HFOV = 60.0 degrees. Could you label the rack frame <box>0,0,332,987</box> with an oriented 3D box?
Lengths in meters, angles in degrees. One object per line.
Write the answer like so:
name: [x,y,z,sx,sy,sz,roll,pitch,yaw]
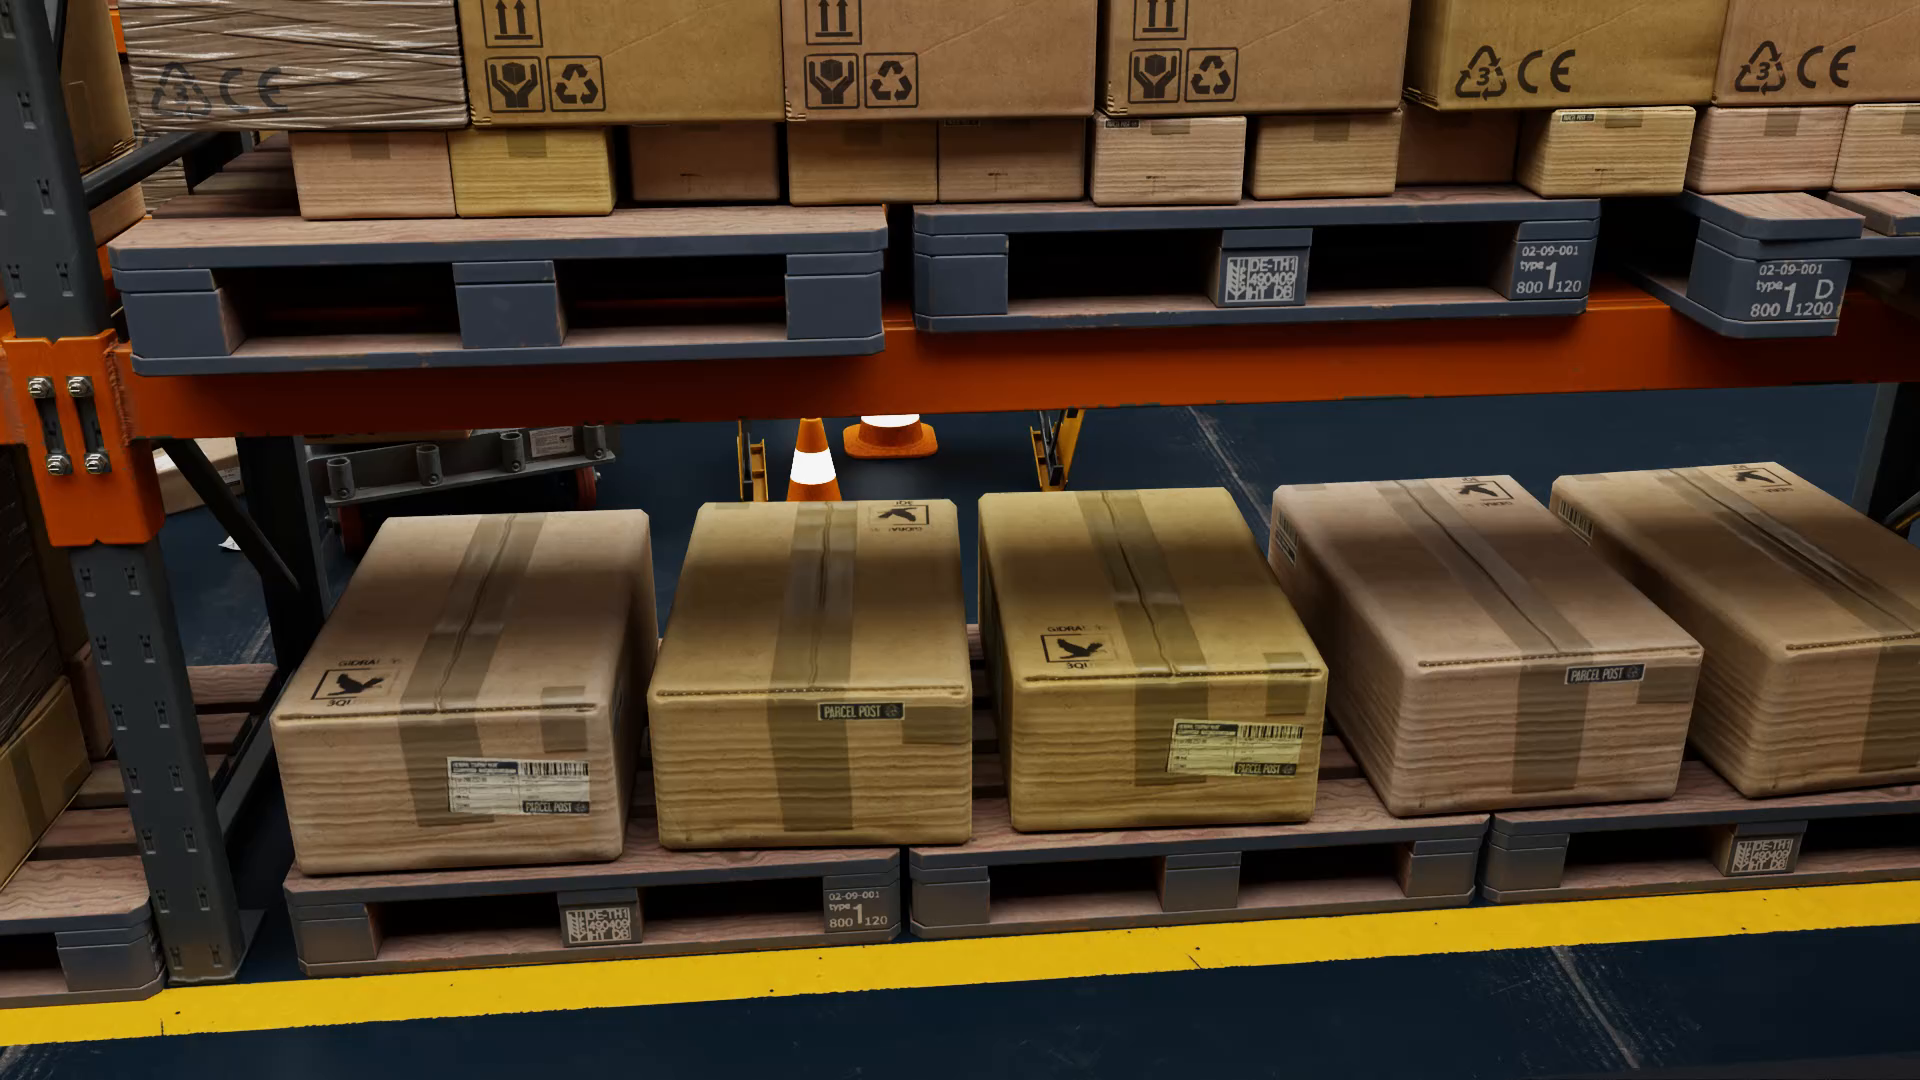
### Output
rack frame: [-1.542,-0.695,3.122,0.127,3.000,1.000,-2,24,-5]

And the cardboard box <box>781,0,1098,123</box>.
cardboard box: [-0.055,-1.006,2.814,0.500,0.500,0.500,-2,24,-5]

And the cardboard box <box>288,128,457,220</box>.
cardboard box: [-0.961,-0.667,2.850,0.250,0.149,0.380,-2,24,-4]

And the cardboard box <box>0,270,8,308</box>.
cardboard box: [-1.832,-0.445,2.867,0.250,0.149,0.380,-3,24,-6]

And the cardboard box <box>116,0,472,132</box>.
cardboard box: [-1.047,-0.972,2.737,0.500,0.500,0.500,-2,24,-4]

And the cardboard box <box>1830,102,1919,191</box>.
cardboard box: [1.630,-0.756,3.050,0.250,0.149,0.380,-2,24,-6]

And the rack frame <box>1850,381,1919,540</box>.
rack frame: [2.439,-0.855,3.481,0.127,3.000,1.000,-2,24,-5]

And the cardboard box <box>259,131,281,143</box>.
cardboard box: [-2.762,-1.916,7.967,0.875,0.875,0.875,-2,24,-4]

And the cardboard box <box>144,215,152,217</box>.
cardboard box: [-3.573,-1.074,7.048,0.500,0.500,0.500,2,24,4]

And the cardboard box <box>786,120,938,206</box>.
cardboard box: [-0.177,-0.709,2.944,0.250,0.149,0.380,-2,24,-4]

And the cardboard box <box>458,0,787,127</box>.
cardboard box: [-0.549,-0.992,2.782,0.500,0.500,0.500,-2,24,-5]

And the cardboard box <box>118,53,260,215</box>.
cardboard box: [-3.658,-1.879,7.883,0.875,0.875,0.875,-2,24,-5]

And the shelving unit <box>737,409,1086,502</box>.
shelving unit: [-0.245,-0.924,5.669,1.083,0.587,1.500,-3,59,-8]

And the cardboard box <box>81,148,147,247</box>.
cardboard box: [-1.887,-0.698,3.436,0.250,0.149,0.380,-2,24,-5]

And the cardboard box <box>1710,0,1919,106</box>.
cardboard box: [1.500,-1.073,2.965,0.500,0.500,0.500,-3,24,-6]

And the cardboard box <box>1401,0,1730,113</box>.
cardboard box: [0.998,-1.052,2.918,0.500,0.500,0.500,-4,24,-9]

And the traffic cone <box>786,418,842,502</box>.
traffic cone: [-0.445,-0.152,5.021,0.334,0.463,0.336,-2,24,-5]

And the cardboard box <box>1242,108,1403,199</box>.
cardboard box: [0.602,-0.730,2.992,0.250,0.149,0.380,-3,24,-7]

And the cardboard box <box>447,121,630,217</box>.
cardboard box: [-0.711,-0.673,2.864,0.250,0.149,0.380,-2,24,-4]

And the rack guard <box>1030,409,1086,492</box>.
rack guard: [0.322,-0.418,5.422,0.087,0.587,0.250,-3,59,-8]

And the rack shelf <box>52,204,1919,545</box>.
rack shelf: [0.449,-0.447,3.447,4.000,0.370,1.077,-2,24,-5]

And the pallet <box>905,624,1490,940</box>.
pallet: [0.450,0.497,3.872,1.213,0.211,1.003,-2,24,-5]

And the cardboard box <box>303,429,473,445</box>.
cardboard box: [-1.747,-0.618,5.091,0.500,0.500,0.500,-2,24,-5]

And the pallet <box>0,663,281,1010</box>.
pallet: [-2.207,0.620,3.595,1.213,0.211,1.003,-2,24,-5]

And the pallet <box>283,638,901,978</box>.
pallet: [-0.767,0.547,3.759,1.213,0.211,1.003,-2,24,-5]

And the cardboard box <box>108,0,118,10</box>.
cardboard box: [-3.589,-2.736,7.528,0.550,0.550,0.875,-2,24,-5]

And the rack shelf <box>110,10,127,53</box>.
rack shelf: [-4.119,-2.284,7.580,4.000,0.370,1.077,-2,24,-5]

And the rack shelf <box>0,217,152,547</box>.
rack shelf: [-3.532,-0.287,3.088,4.000,0.370,1.077,-2,24,-5]

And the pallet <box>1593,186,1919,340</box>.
pallet: [1.740,-0.696,3.359,1.003,0.211,1.213,-2,24,-5]

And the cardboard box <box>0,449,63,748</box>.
cardboard box: [-2.104,0.159,3.145,0.500,0.500,0.500,-3,24,-6]

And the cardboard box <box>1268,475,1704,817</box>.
cardboard box: [1.142,0.205,3.814,0.625,0.372,0.950,-3,24,-6]

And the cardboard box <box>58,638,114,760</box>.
cardboard box: [-2.155,0.284,3.787,0.500,0.250,0.500,-3,24,-8]

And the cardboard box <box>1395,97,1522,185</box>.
cardboard box: [0.844,-0.773,3.089,0.250,0.149,0.380,-2,24,-5]

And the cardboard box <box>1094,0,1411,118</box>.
cardboard box: [0.455,-1.031,2.870,0.500,0.500,0.500,-3,24,-7]

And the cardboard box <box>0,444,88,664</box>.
cardboard box: [-2.155,-0.059,3.635,0.500,0.500,0.500,-1,24,-3]

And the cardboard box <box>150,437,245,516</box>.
cardboard box: [-2.563,-0.281,5.555,0.258,0.266,0.396,22,32,40]

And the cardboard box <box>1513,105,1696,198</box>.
cardboard box: [1.106,-0.732,2.997,0.250,0.149,0.380,-2,24,-4]

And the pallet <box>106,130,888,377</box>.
pallet: [-0.767,-0.580,3.097,1.213,0.211,1.003,-2,24,-5]

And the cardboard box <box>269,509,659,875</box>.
cardboard box: [-1.020,0.291,3.619,0.625,0.372,0.950,-2,24,-4]

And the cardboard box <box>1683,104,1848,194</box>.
cardboard box: [1.379,-0.749,3.035,0.250,0.149,0.380,-3,24,-8]

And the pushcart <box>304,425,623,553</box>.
pushcart: [-1.816,-0.417,5.723,0.936,0.377,1.648,-11,26,-23]

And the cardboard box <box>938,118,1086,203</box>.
cardboard box: [0.070,-0.718,2.965,0.250,0.149,0.380,-2,24,-5]

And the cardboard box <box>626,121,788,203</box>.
cardboard box: [-0.437,-0.716,2.959,0.250,0.149,0.380,-1,24,-2]

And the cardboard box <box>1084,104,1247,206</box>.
cardboard box: [0.339,-0.708,2.941,0.250,0.149,0.380,-1,24,-3]

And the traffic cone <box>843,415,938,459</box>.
traffic cone: [-0.255,-0.567,5.957,0.334,0.463,0.336,-2,24,-5]

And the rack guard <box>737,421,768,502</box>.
rack guard: [-0.662,-0.364,5.280,0.087,0.587,0.250,-3,59,-8]

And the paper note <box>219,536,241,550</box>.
paper note: [-2.237,-0.007,5.228,0.142,0.019,0.148,-2,24,-5]

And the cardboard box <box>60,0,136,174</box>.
cardboard box: [-2.007,-0.972,3.255,0.500,0.500,0.500,-2,24,-5]

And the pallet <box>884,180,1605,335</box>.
pallet: [0.473,-0.672,3.305,1.213,0.211,1.003,-2,24,-5]

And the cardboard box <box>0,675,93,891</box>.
cardboard box: [-2.104,0.501,3.297,0.500,0.250,0.500,-1,24,-3]

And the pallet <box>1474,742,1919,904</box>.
pallet: [1.661,0.450,3.978,1.213,0.211,1.003,-2,24,-5]

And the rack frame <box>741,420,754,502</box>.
rack frame: [-0.756,-0.895,5.596,0.032,0.500,1.500,-3,59,-8]

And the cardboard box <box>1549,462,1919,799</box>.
cardboard box: [1.876,0.172,3.888,0.625,0.372,0.950,-4,24,-9]

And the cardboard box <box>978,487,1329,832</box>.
cardboard box: [0.387,0.233,3.751,0.625,0.372,0.950,-2,24,-3]

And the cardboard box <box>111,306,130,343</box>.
cardboard box: [-3.093,-0.591,5.793,0.503,0.637,0.797,-2,24,-5]

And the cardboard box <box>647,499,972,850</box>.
cardboard box: [-0.305,0.261,3.687,0.625,0.372,0.950,-1,24,-2]

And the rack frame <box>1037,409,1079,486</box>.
rack frame: [0.248,-0.951,5.740,0.032,0.500,1.500,-3,59,-8]
